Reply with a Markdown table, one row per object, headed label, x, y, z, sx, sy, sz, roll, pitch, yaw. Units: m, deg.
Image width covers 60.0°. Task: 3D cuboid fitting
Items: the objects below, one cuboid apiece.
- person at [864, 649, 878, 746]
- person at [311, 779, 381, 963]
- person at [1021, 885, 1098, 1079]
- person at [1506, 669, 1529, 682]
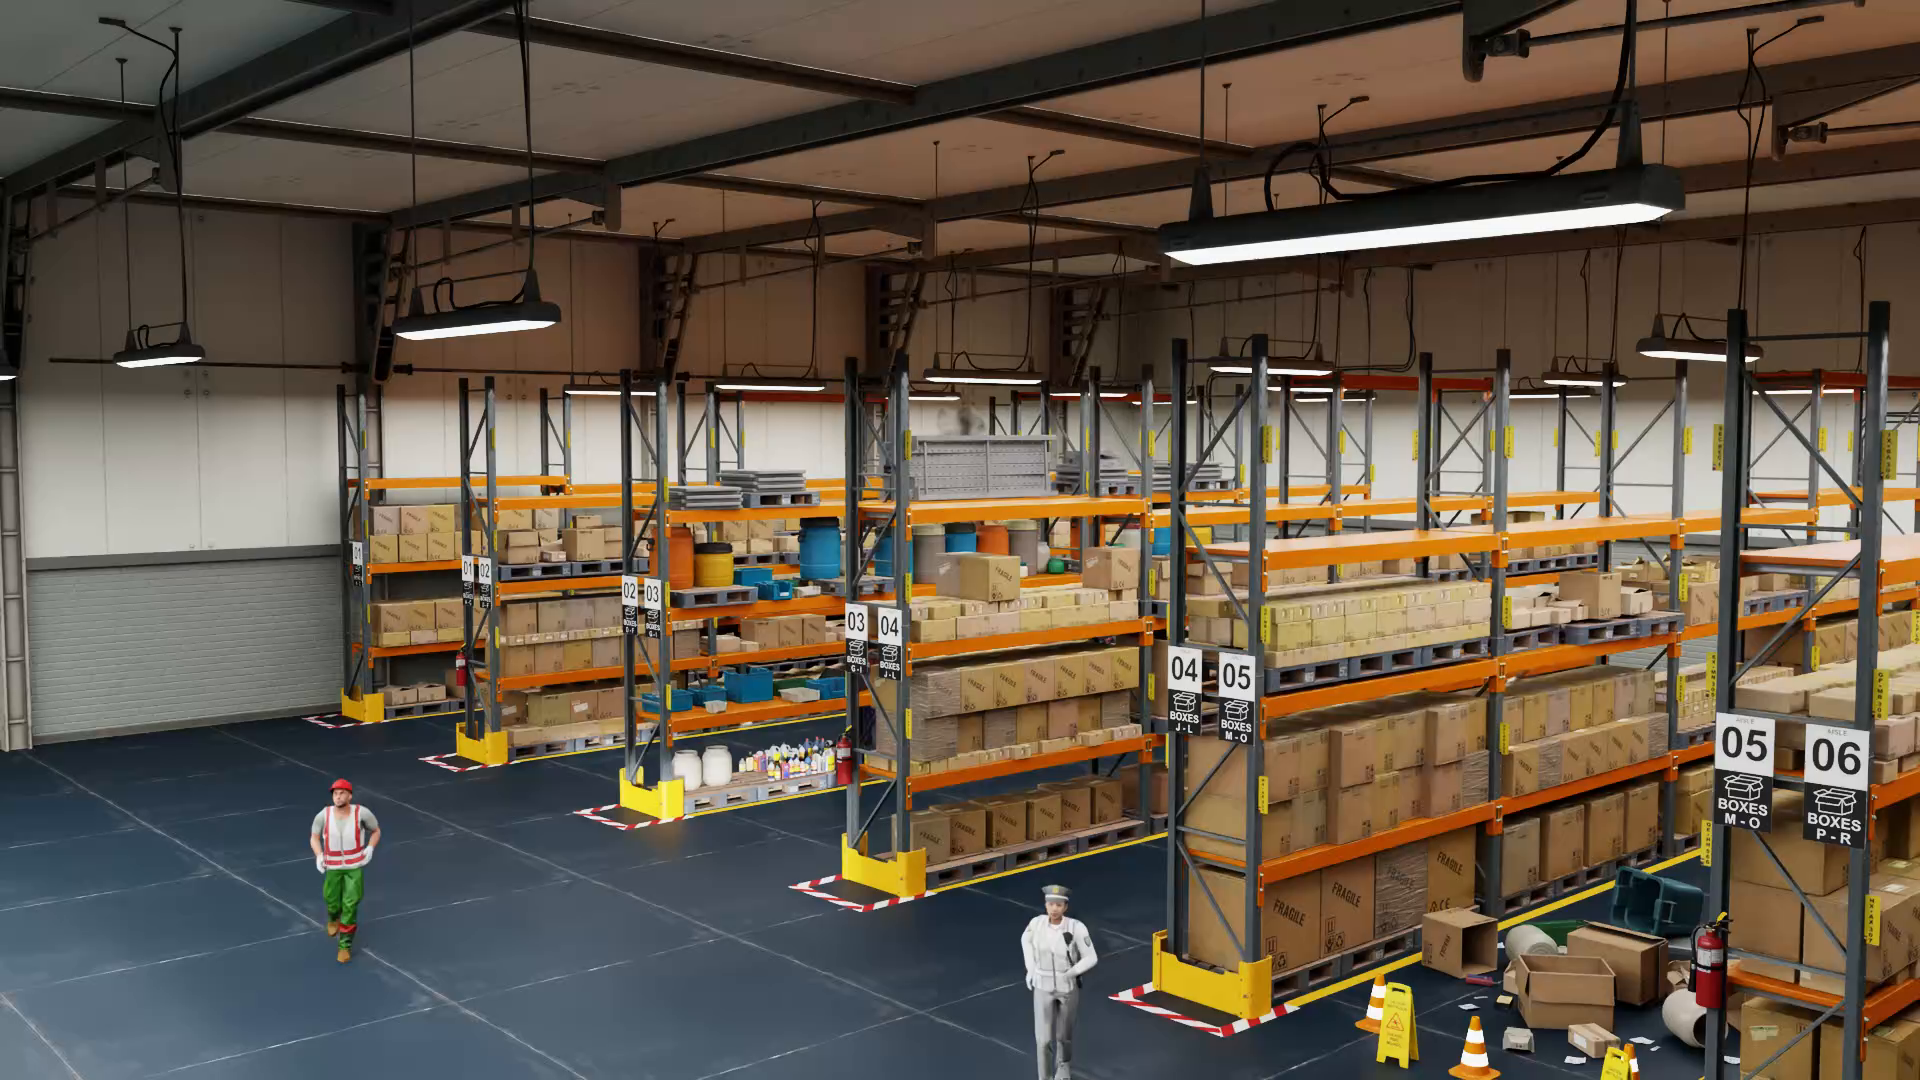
| label | x | y | z | sx | sy | sz | roll | pitch | yaw |
| --- | --- | --- | --- | --- | --- | --- | --- | --- | --- |
| person | -1.391 | 2.573 | 27.389 | 0.732 | 1.633 | 0.617 | -3 | 5 | -38 |
| person | -6.061 | 3.218 | 16.429 | 0.657 | 1.763 | 0.701 | -1 | 4 | -15 |
| person | 0.757 | 3.477 | 12.797 | 0.605 | 1.729 | 0.795 | 0 | 4 | 7 |
| person | 8.230 | 2.666 | 24.465 | 0.677 | 1.821 | 0.820 | 3 | 5 | 38 |
